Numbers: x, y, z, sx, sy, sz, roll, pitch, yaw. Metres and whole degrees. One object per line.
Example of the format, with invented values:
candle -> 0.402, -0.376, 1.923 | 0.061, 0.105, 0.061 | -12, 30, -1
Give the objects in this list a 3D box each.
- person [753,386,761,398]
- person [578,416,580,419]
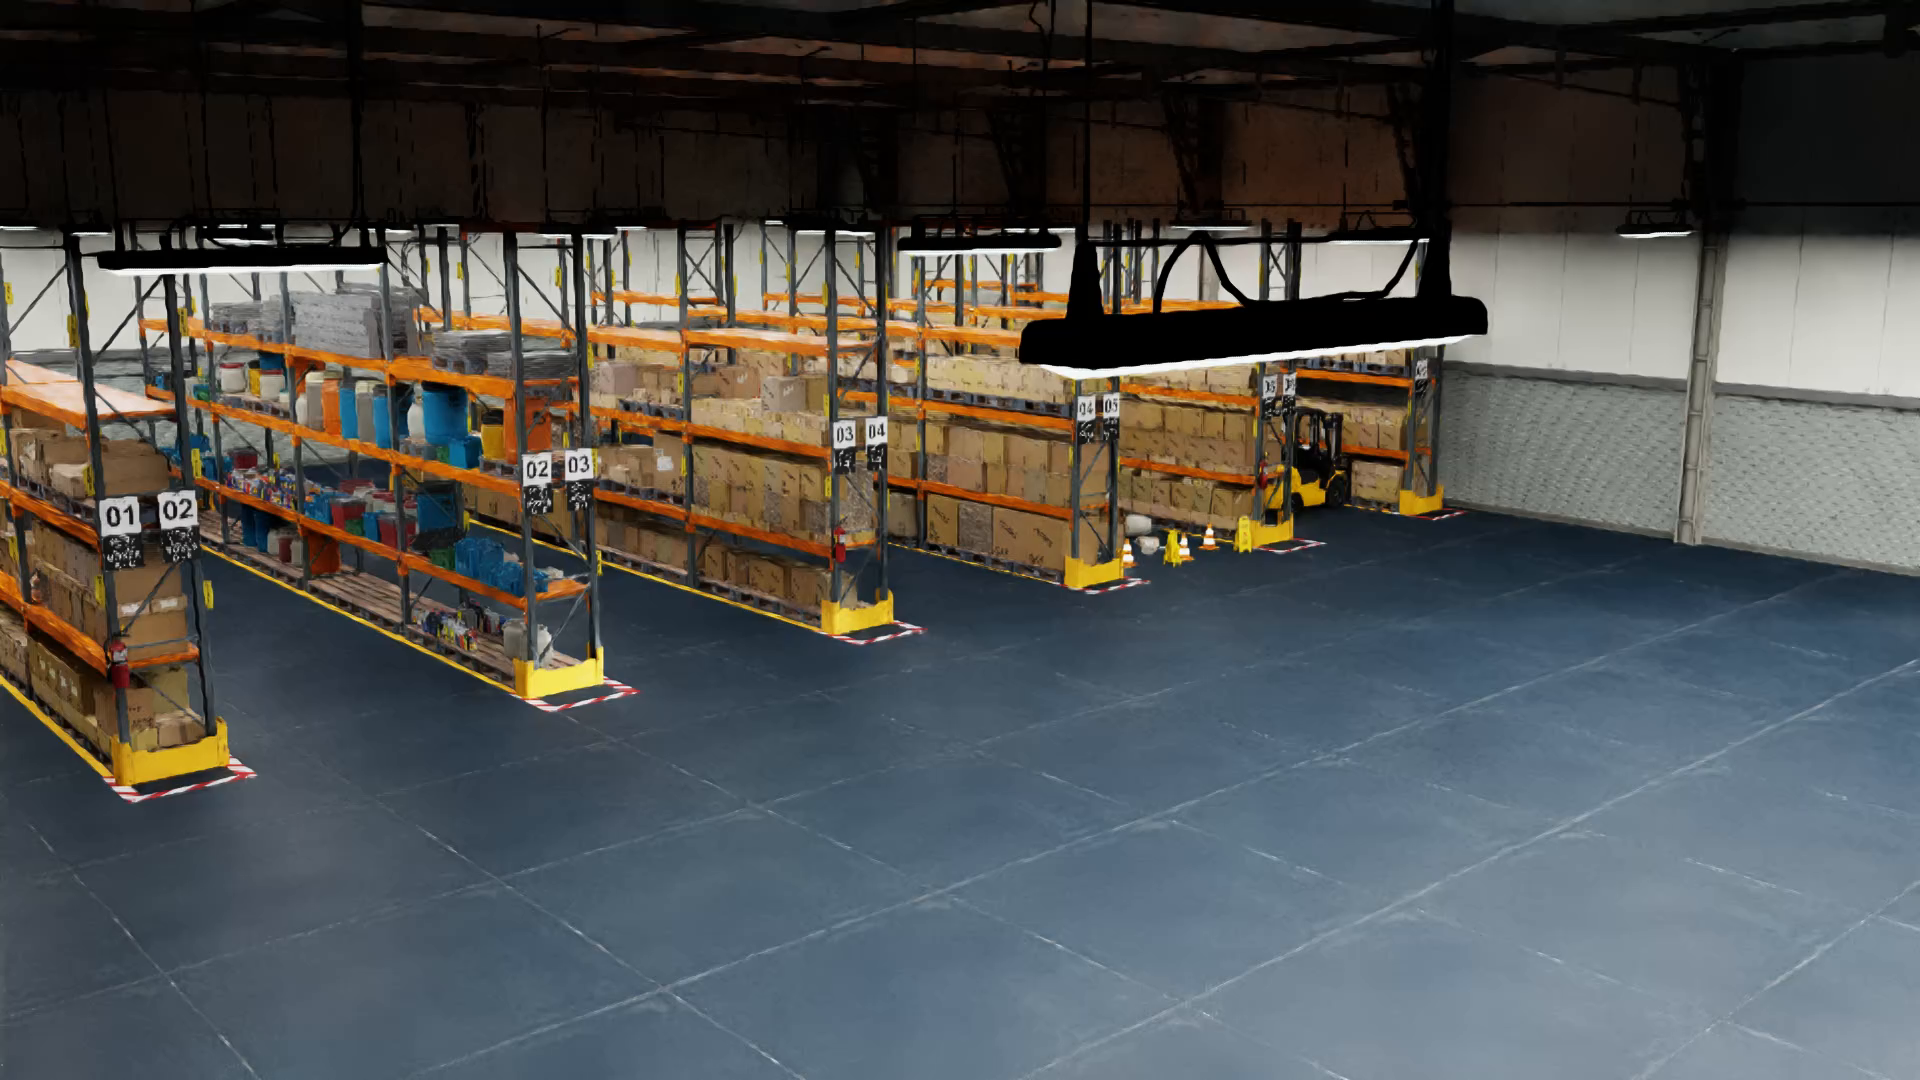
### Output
person -> -5.710, -3.772, 46.233 | 0.579, 1.714, 0.605 | 1, 11, 5
person -> -8.655, -2.047, 37.901 | 0.446, 1.590, 1.110 | -9, 15, -38
